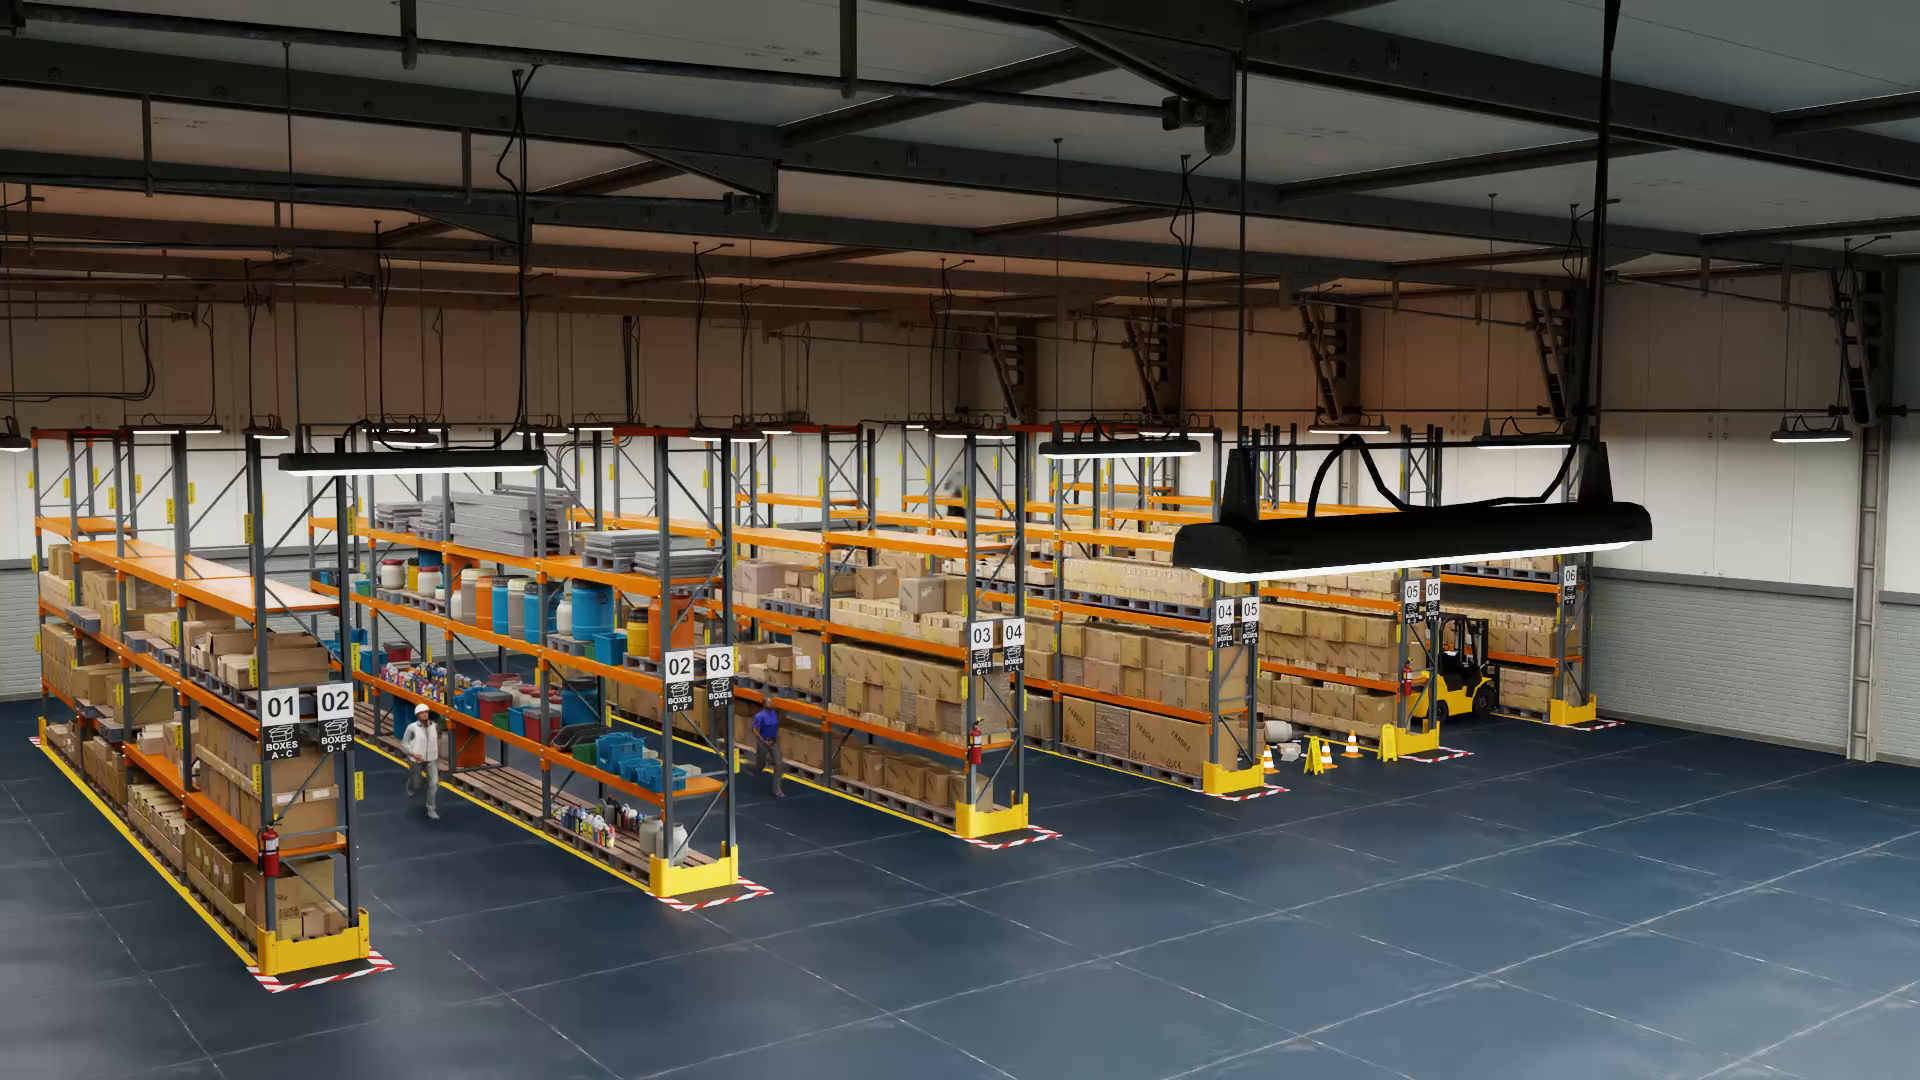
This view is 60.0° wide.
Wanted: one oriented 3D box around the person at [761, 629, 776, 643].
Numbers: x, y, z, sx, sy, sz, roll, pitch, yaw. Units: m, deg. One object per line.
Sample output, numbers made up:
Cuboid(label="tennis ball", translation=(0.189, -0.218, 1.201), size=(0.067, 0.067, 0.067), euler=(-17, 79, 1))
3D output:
Cuboid(label="person", translation=(-4.877, 2.160, 41.870), size=(0.858, 1.793, 0.684), euler=(1, 5, 7))

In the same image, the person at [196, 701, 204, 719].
Cuboid(label="person", translation=(-14.404, 3.023, 31.653), size=(0.699, 1.688, 0.674), euler=(4, 6, 40))

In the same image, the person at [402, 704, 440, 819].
Cuboid(label="person", translation=(-8.418, 3.440, 26.045), size=(0.642, 1.760, 1.008), euler=(-3, 5, -34))

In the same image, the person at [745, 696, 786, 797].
Cuboid(label="person", translation=(-3.201, 3.391, 27.477), size=(0.557, 1.643, 0.959), euler=(-4, 6, -39))

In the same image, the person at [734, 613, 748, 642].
Cuboid(label="person", translation=(-5.520, 2.229, 41.809), size=(0.579, 1.645, 0.597), euler=(-3, 5, -33))
